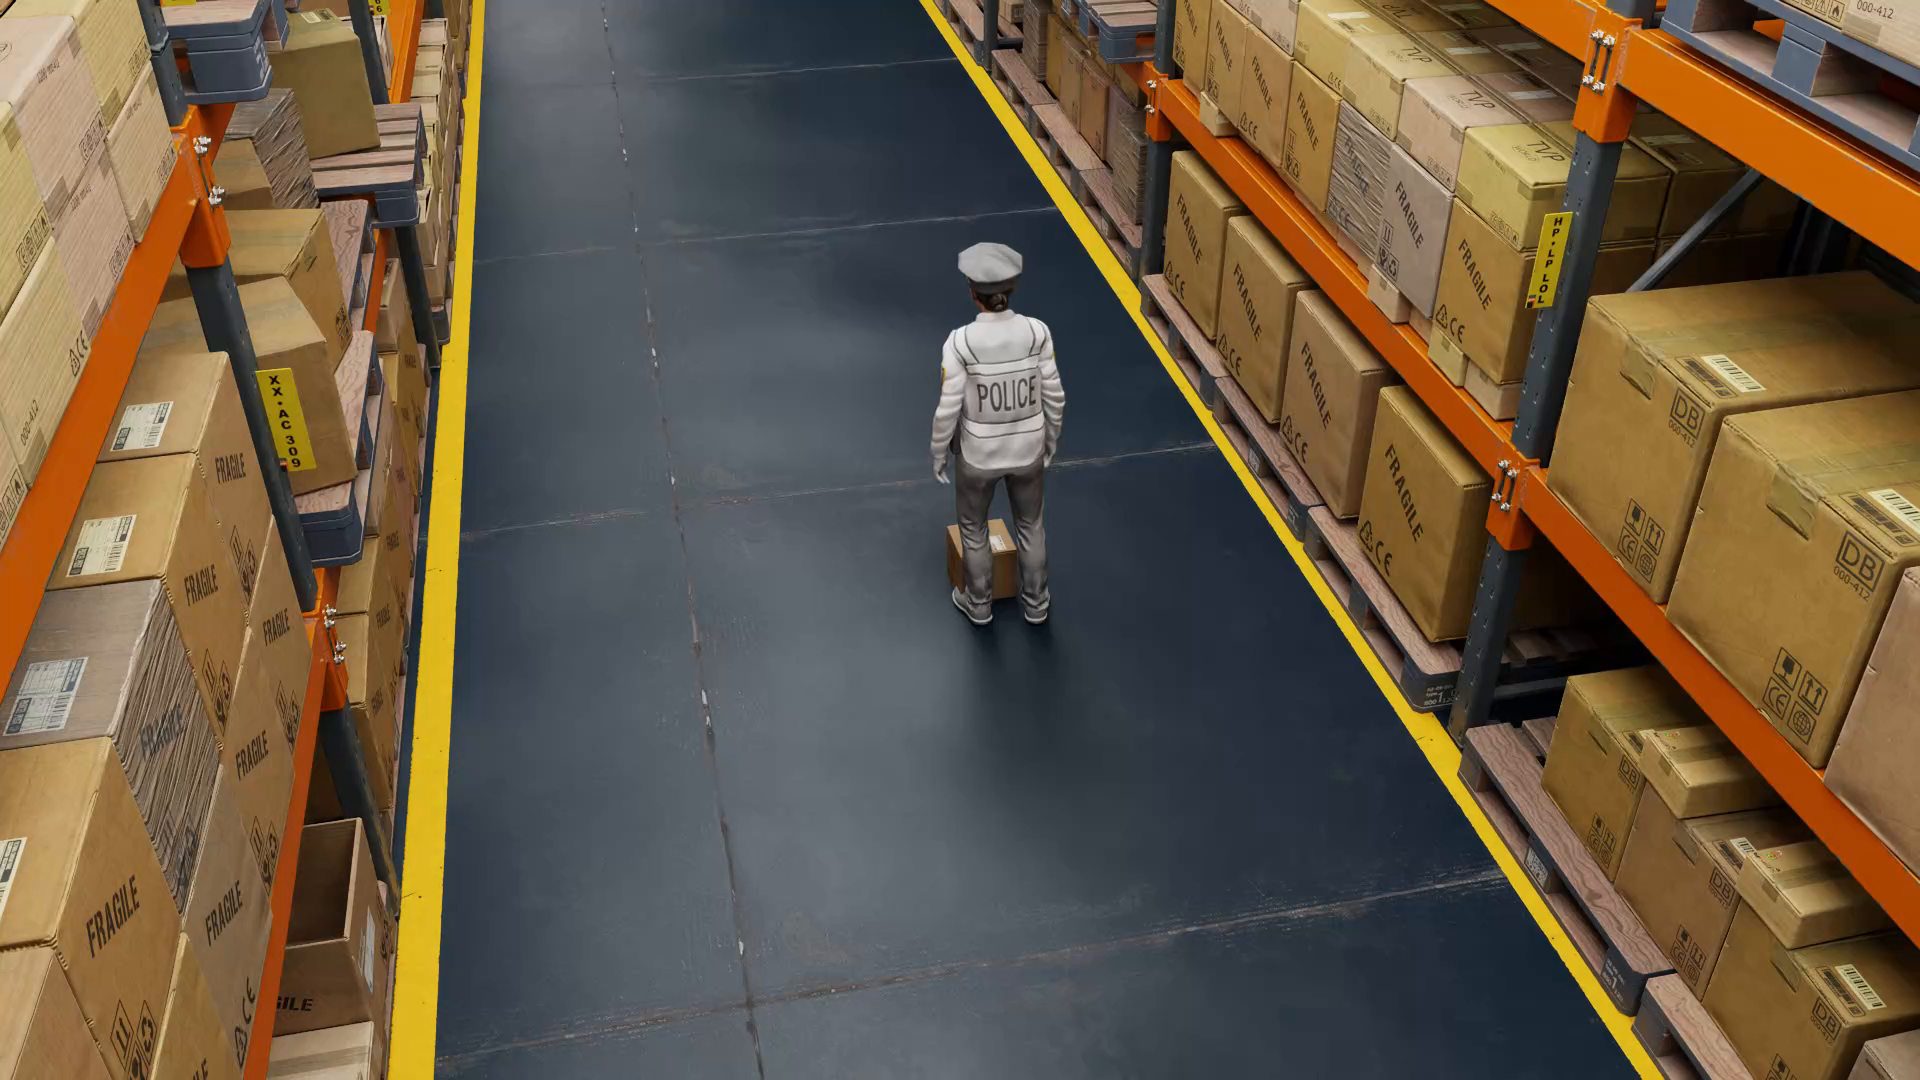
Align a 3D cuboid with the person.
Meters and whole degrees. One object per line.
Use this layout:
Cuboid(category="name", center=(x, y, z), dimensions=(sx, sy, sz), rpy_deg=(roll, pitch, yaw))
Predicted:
Cuboid(category="person", center=(0.144, -0.367, 6.673), dimensions=(0.540, 1.663, 0.405), rpy_deg=(-8, 35, -12))
